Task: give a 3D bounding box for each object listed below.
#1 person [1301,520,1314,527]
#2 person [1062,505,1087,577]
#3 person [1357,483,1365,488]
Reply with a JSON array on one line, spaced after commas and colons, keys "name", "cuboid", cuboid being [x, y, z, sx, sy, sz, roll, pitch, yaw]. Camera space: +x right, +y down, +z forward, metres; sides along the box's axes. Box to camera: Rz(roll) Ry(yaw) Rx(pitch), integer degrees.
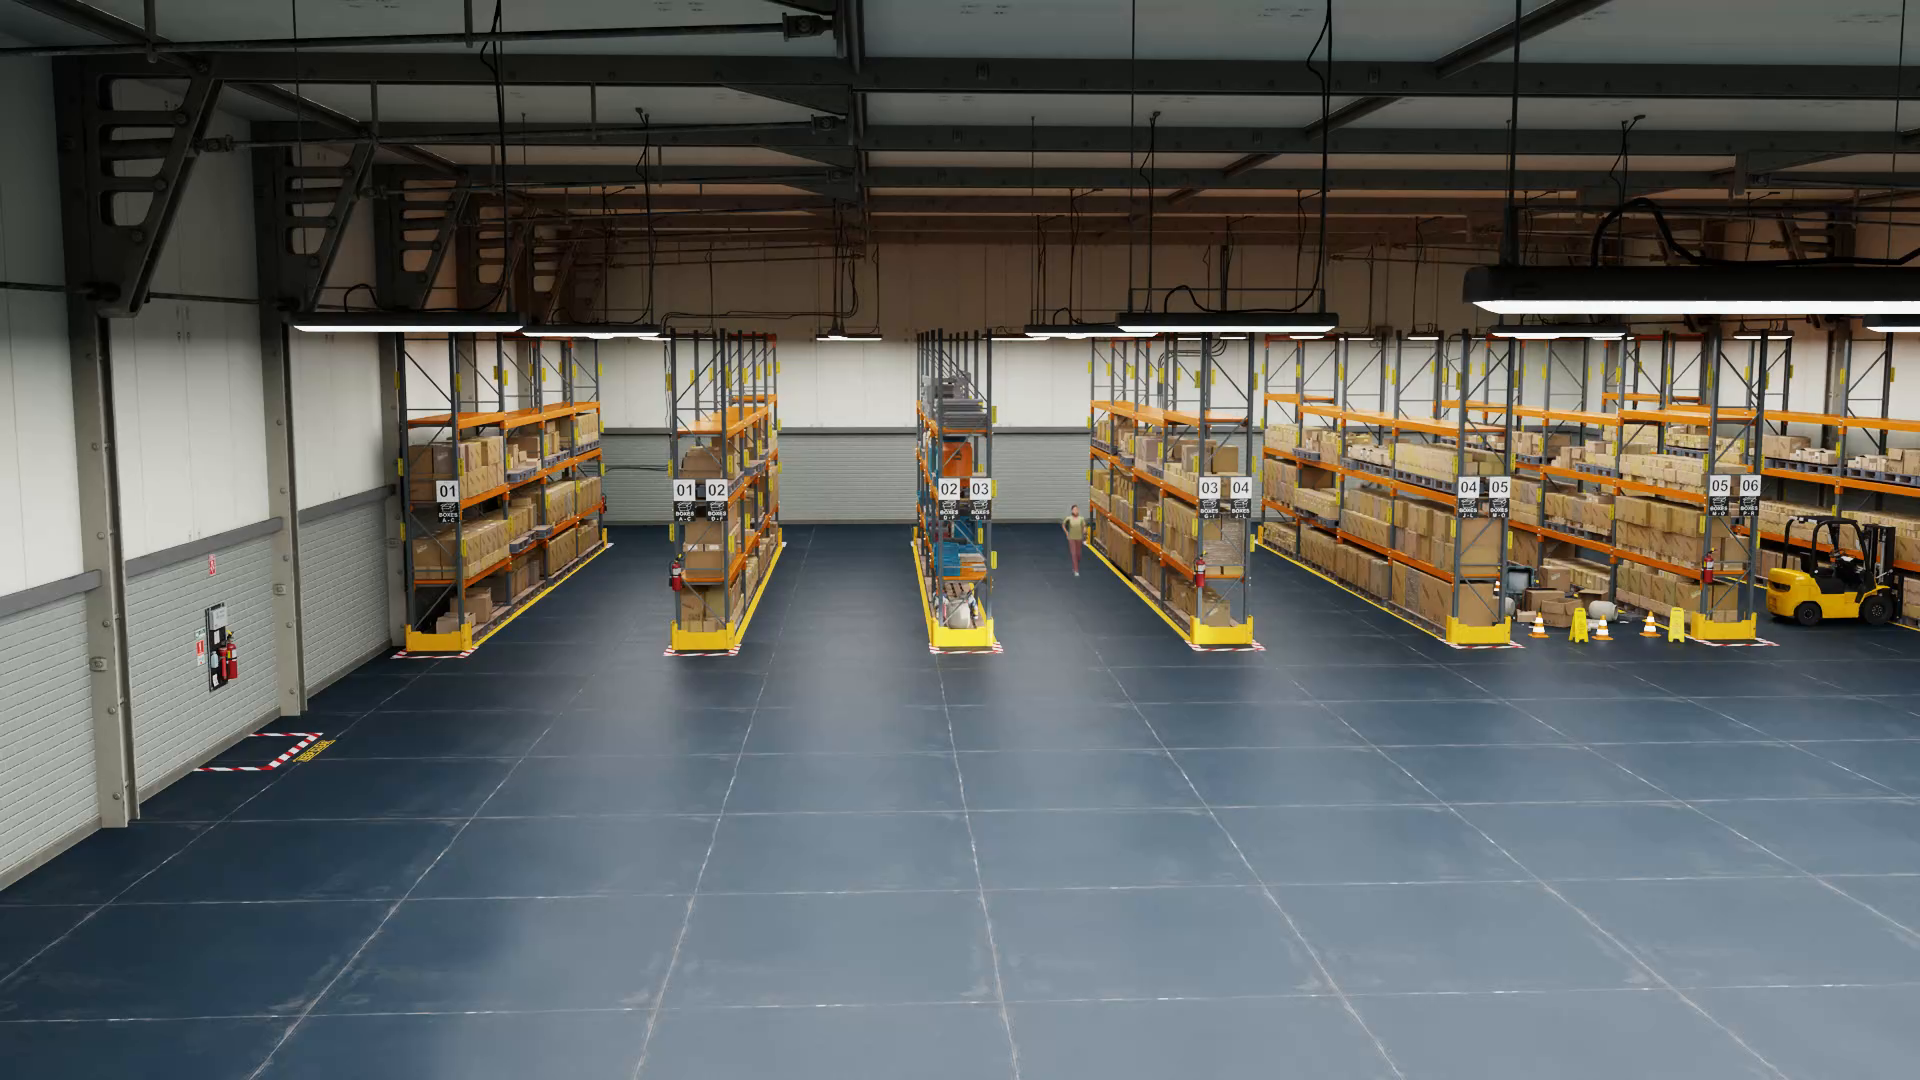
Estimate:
[{"name": "person", "cuboid": [10.106, -0.889, 48.810, 0.806, 1.771, 0.673, 6, 9, 40]}, {"name": "person", "cuboid": [2.710, 0.130, 39.258, 0.579, 1.408, 0.685, -1, 7, -5]}, {"name": "person", "cuboid": [11.922, -0.893, 49.419, 0.590, 1.633, 0.577, 1, 7, 6]}]
